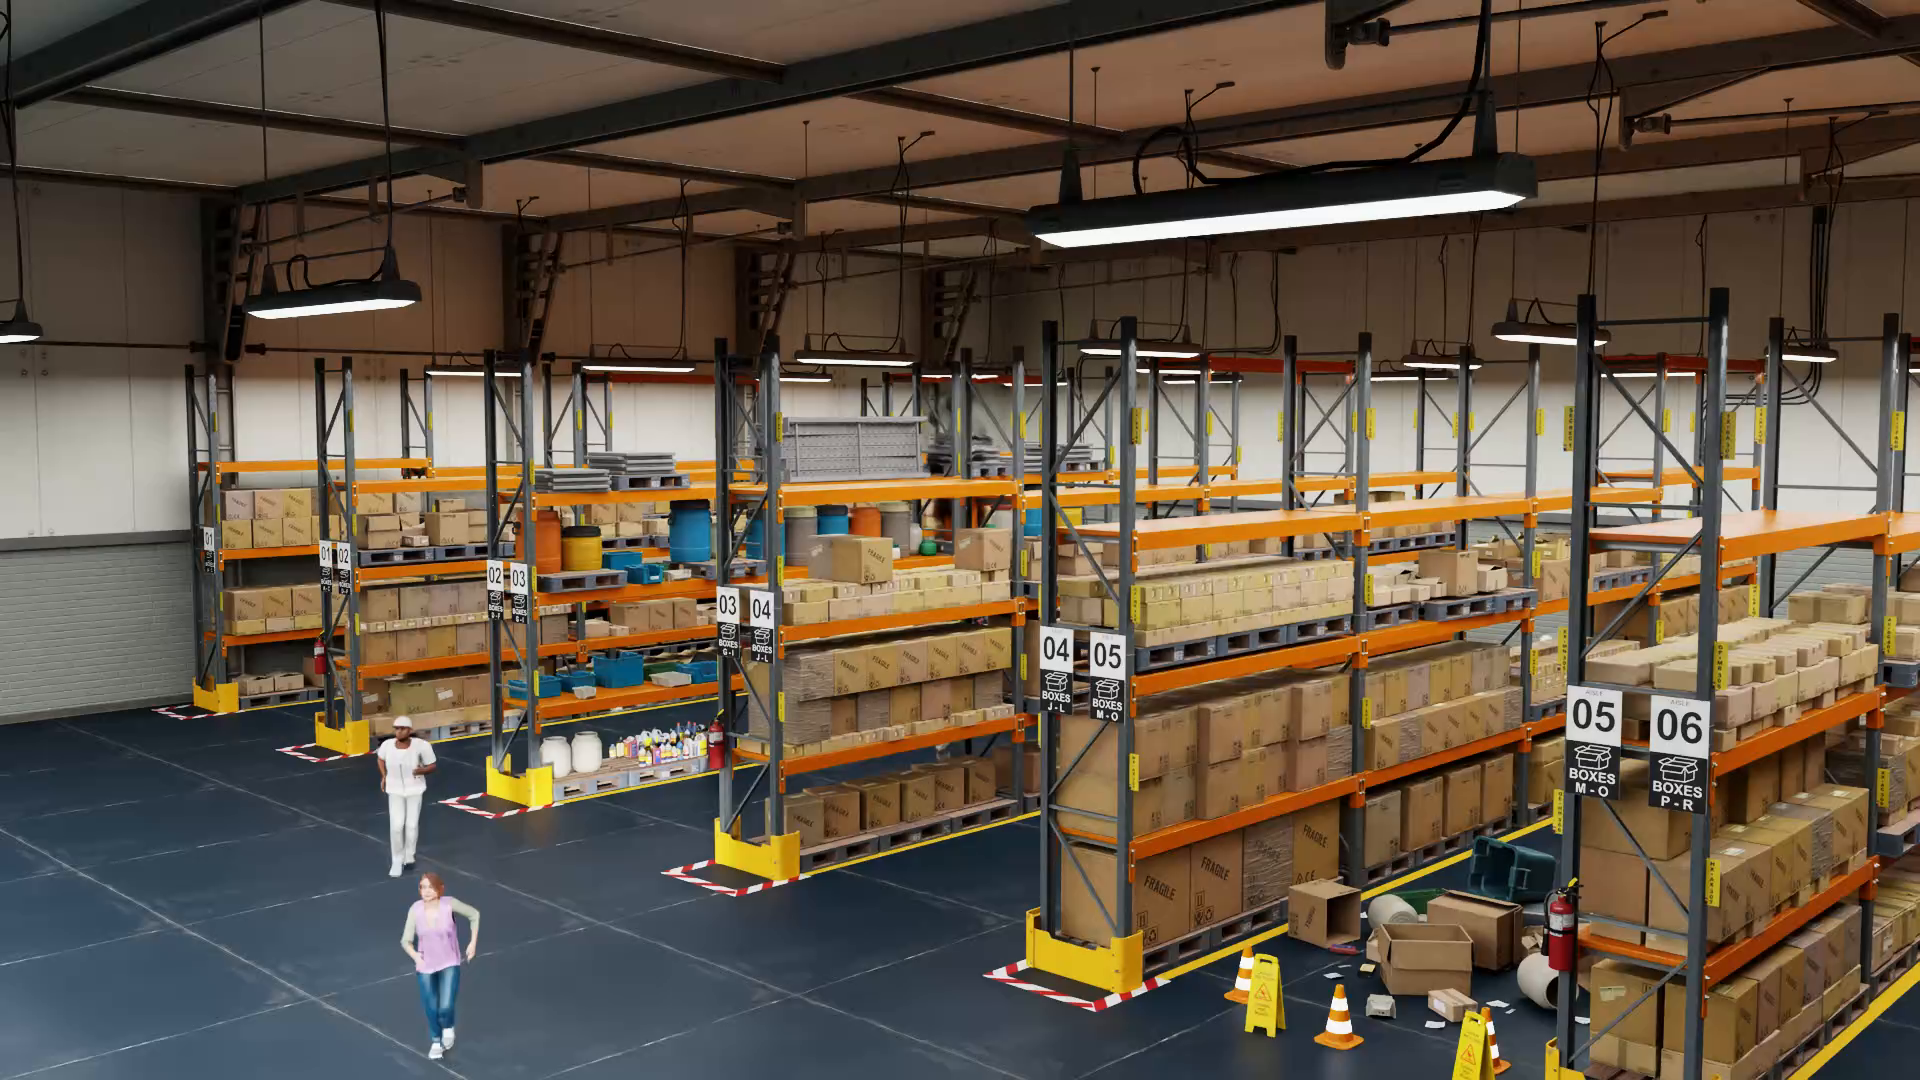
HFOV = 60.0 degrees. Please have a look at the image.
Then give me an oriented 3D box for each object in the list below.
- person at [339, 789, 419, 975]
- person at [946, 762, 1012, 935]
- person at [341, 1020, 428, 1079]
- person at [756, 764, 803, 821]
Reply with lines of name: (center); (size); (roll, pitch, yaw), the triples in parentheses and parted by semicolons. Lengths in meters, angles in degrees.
person: (-5.287, 3.134, 15.160); (0.690, 1.721, 0.597); (-2, 5, -20)
person: (0.190, 3.046, 16.372); (0.649, 1.749, 0.608); (1, 5, 17)
person: (-3.401, 3.619, 9.752); (0.518, 1.629, 0.665); (-1, 4, -12)
person: (-2.317, 2.675, 21.158); (0.659, 1.742, 0.701); (3, 5, 30)
